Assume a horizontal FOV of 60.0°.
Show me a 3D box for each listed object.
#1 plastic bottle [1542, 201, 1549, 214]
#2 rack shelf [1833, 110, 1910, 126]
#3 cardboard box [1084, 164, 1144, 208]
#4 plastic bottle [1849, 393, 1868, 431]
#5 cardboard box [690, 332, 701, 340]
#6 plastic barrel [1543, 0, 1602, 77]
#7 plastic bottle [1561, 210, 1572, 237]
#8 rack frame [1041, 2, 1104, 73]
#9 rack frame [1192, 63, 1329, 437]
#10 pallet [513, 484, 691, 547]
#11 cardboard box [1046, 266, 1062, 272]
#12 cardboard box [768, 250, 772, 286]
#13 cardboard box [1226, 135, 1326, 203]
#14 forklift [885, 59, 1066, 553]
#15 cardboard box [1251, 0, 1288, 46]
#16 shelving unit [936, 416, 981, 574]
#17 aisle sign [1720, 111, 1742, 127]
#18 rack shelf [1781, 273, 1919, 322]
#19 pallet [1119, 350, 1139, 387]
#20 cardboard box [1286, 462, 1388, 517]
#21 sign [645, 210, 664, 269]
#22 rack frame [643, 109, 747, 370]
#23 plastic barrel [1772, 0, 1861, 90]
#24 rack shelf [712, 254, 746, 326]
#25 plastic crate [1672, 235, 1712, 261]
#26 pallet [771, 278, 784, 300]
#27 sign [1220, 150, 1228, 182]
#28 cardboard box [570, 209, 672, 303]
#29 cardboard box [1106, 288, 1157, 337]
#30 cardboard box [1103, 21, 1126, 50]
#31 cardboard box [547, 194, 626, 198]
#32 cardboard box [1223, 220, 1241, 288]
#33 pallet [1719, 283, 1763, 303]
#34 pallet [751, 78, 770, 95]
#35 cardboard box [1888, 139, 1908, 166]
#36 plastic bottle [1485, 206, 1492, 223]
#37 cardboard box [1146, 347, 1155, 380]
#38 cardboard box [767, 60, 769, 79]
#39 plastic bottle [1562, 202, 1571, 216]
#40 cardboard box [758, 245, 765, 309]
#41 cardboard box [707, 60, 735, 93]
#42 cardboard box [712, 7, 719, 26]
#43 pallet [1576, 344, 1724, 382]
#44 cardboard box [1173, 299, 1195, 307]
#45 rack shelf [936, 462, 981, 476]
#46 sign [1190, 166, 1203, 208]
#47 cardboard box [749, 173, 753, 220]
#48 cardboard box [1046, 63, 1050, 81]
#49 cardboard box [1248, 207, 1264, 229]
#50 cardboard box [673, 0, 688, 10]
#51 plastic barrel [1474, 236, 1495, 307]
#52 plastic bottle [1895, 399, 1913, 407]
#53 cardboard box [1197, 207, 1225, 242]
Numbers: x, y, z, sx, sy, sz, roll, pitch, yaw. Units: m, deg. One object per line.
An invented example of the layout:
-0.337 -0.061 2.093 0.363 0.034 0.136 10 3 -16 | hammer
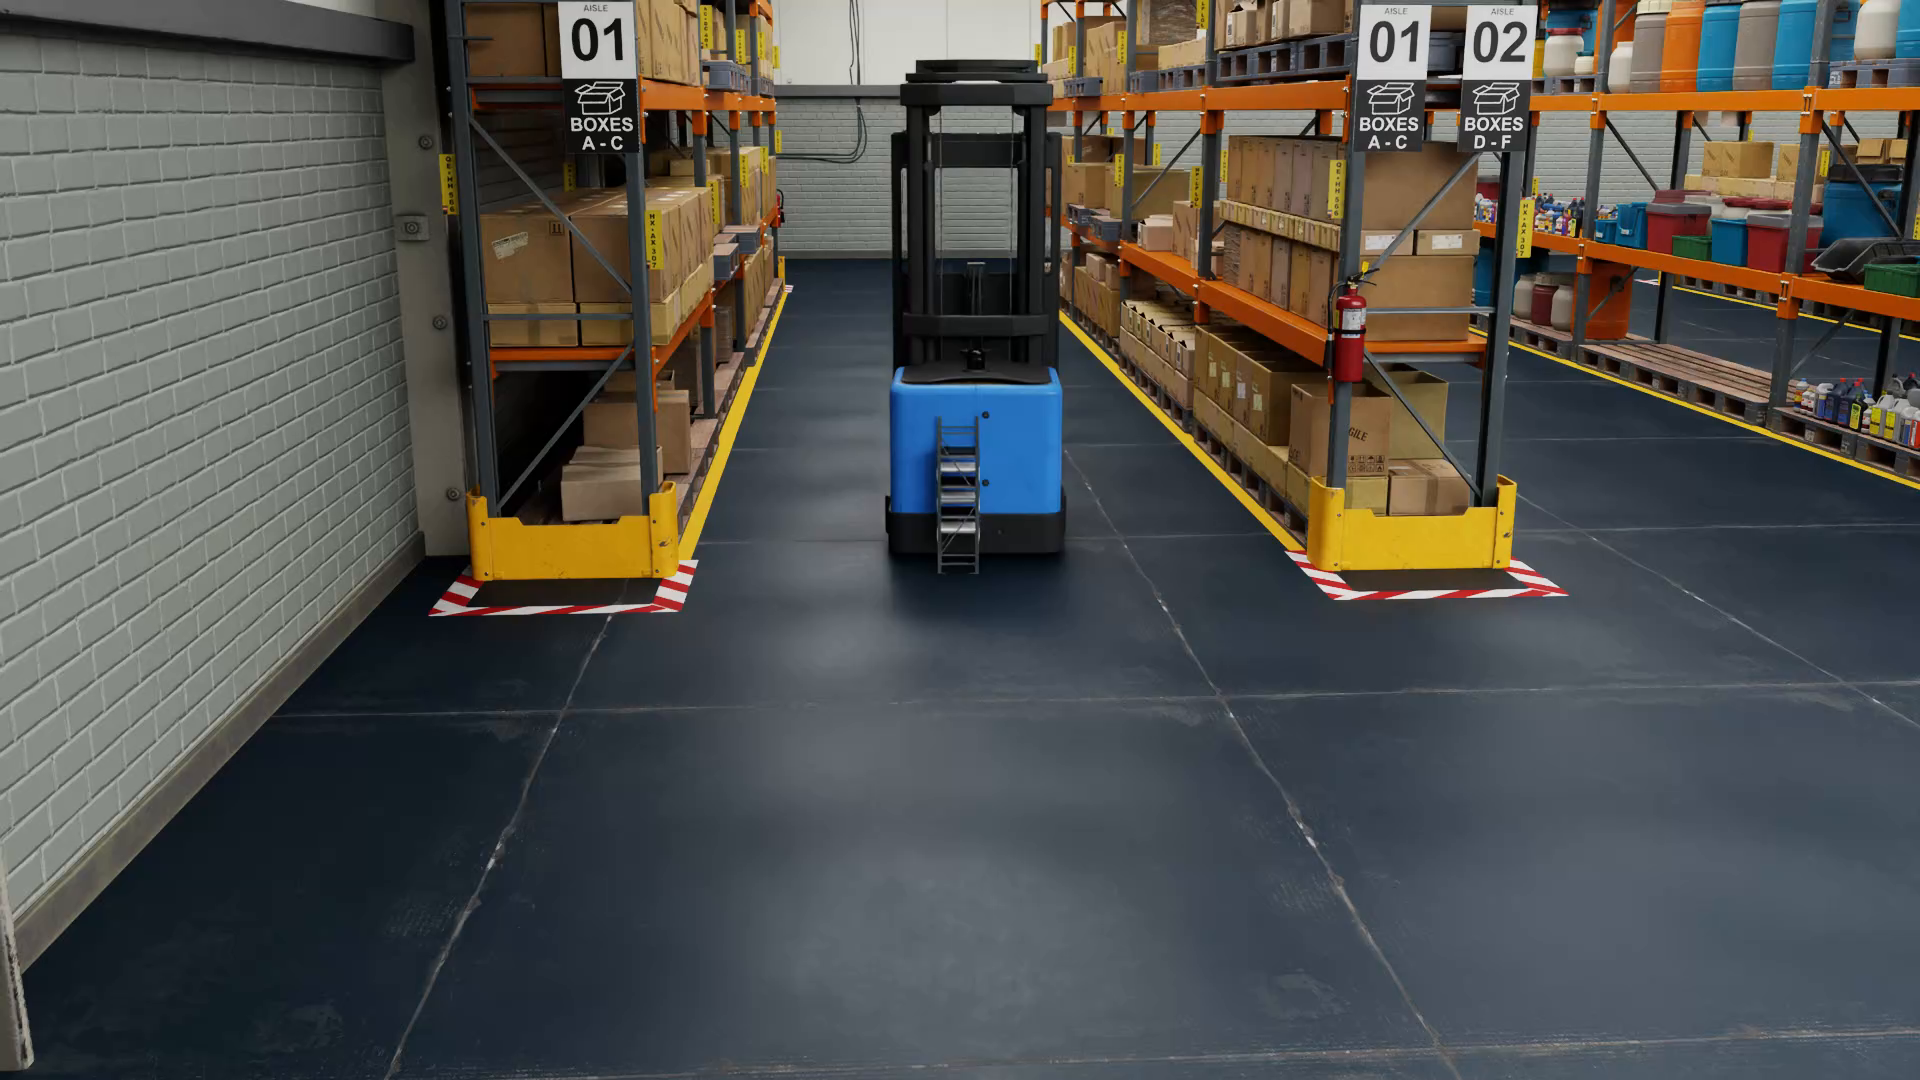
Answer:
7.170 -4.008 20.341 0.097 0.271 0.097 0 14 0 | plastic bottle
11.960 -5.069 19.633 1.077 0.370 4.000 -1 14 -3 | rack shelf
1.860 -4.271 20.062 0.700 0.500 0.500 1 14 5 | cardboard box
7.004 -0.998 12.954 0.061 0.283 0.133 0 14 -1 | plastic bottle
-2.644 -1.556 14.689 0.700 0.500 0.500 -1 14 -5 | cardboard box
7.151 -5.863 19.424 0.600 0.901 0.708 -1 14 -3 | plastic barrel
6.675 -3.486 18.290 0.061 0.283 0.133 -1 14 -3 | plastic bottle
1.700 -8.211 24.378 1.000 3.000 0.127 -1 14 -3 | rack frame
2.444 -2.321 13.527 1.000 3.000 0.127 -1 14 -3 | rack frame
-2.272 -0.120 10.568 1.003 0.211 1.213 -1 14 -3 | pallet
1.513 -3.798 23.904 0.500 0.250 0.500 -1 14 -3 | cardboard box
-3.069 -3.924 23.930 0.700 0.500 0.500 -1 14 -4 | cardboard box
2.478 -2.887 12.924 0.700 0.500 0.500 -1 14 -3 | cardboard box
0.106 -1.649 11.052 1.130 2.935 3.031 0 14 0 | forklift
2.420 -3.683 11.471 0.797 0.503 0.637 1 14 3 | cardboard box
-0.010 -0.260 9.731 0.258 0.900 0.210 0 14 0 | shelving unit
11.883 -6.739 25.480 0.394 0.787 0.004 -1 14 -3 | aisle sign
7.512 -1.551 11.977 1.077 0.370 4.000 -1 14 -3 | rack shelf
2.208 -1.760 16.942 1.003 0.211 1.213 -1 14 -3 | pallet
2.364 -0.327 10.451 0.500 0.250 0.500 -1 14 -3 | cardboard box
-1.711 -1.676 9.284 0.100 0.325 0.005 -1 14 -3 | sign
-2.748 -3.238 17.092 1.000 3.000 0.127 -1 14 -3 | rack frame
7.140 -4.215 13.863 0.600 0.901 0.708 -1 14 -3 | plastic barrel
-2.624 -2.392 15.249 1.077 0.370 4.000 -1 14 -3 | rack shelf
6.998 -2.722 15.513 0.450 0.188 0.662 -1 14 -3 | plastic crate
-3.116 -3.680 24.404 1.003 0.211 1.213 -1 14 -3 | pallet
2.750 -3.886 17.285 0.100 0.325 0.005 -1 14 -3 | sign
-1.982 -1.672 9.762 0.500 0.500 0.500 -1 14 -3 | cardboard box
1.904 -2.547 18.540 0.500 0.500 0.500 0 14 -1 | cardboard box
1.991 -5.605 19.028 0.600 0.600 0.600 -1 15 -6 | cardboard box
-2.626 -2.171 11.699 0.500 0.500 0.500 0 14 -2 | cardboard box
2.478 -2.259 13.086 0.700 0.500 0.500 -1 14 -5 | cardboard box
11.788 -3.606 24.119 1.003 0.211 1.213 -1 14 -3 | pallet
-3.108 -6.149 22.564 1.003 0.211 1.213 -1 14 -3 | pallet
11.915 -4.667 20.432 0.797 0.503 0.637 -1 14 -3 | cardboard box
6.549 -4.024 20.546 0.097 0.201 0.097 0 14 0 | plastic bottle
2.037 -1.671 15.676 0.500 0.250 0.500 -1 14 -2 | cardboard box
-2.863 -6.423 22.707 0.500 0.250 0.500 -1 14 -5 | cardboard box
7.316 -3.925 20.012 0.152 0.276 0.135 -1 14 -3 | plastic bottle
-2.826 -3.236 20.554 0.750 0.750 0.750 -1 14 -3 | cardboard box
-2.434 -4.483 16.047 0.500 0.311 0.500 -1 14 -3 | cardboard box
-3.023 -5.952 19.033 0.500 0.250 0.500 -1 14 -5 | cardboard box
7.149 -1.847 17.283 1.003 0.211 1.213 -1 14 -3 | pallet
2.474 -2.332 17.122 0.500 0.311 0.500 -1 14 -2 | cardboard box
-0.010 -0.402 9.695 0.258 0.077 0.200 0 14 0 | rack shelf
1.903 -2.832 13.350 0.100 0.325 0.005 -1 14 -3 | sign
-2.575 -3.819 18.512 0.500 0.500 0.500 -1 14 -4 | cardboard box
1.496 -6.671 23.712 0.500 0.250 0.500 -1 14 -3 | cardboard box
2.332 -2.360 12.175 0.380 0.149 0.250 -1 14 -5 | cardboard box
-2.111 -3.852 11.211 0.500 0.500 0.500 -1 14 -5 | cardboard box
6.909 -3.438 21.235 0.600 0.901 0.708 -1 14 -3 | plastic barrel
7.208 -0.939 12.739 0.152 0.276 0.135 -1 14 -3 | plastic bottle
2.380 -2.691 14.767 0.500 0.500 0.500 0 14 1 | cardboard box
